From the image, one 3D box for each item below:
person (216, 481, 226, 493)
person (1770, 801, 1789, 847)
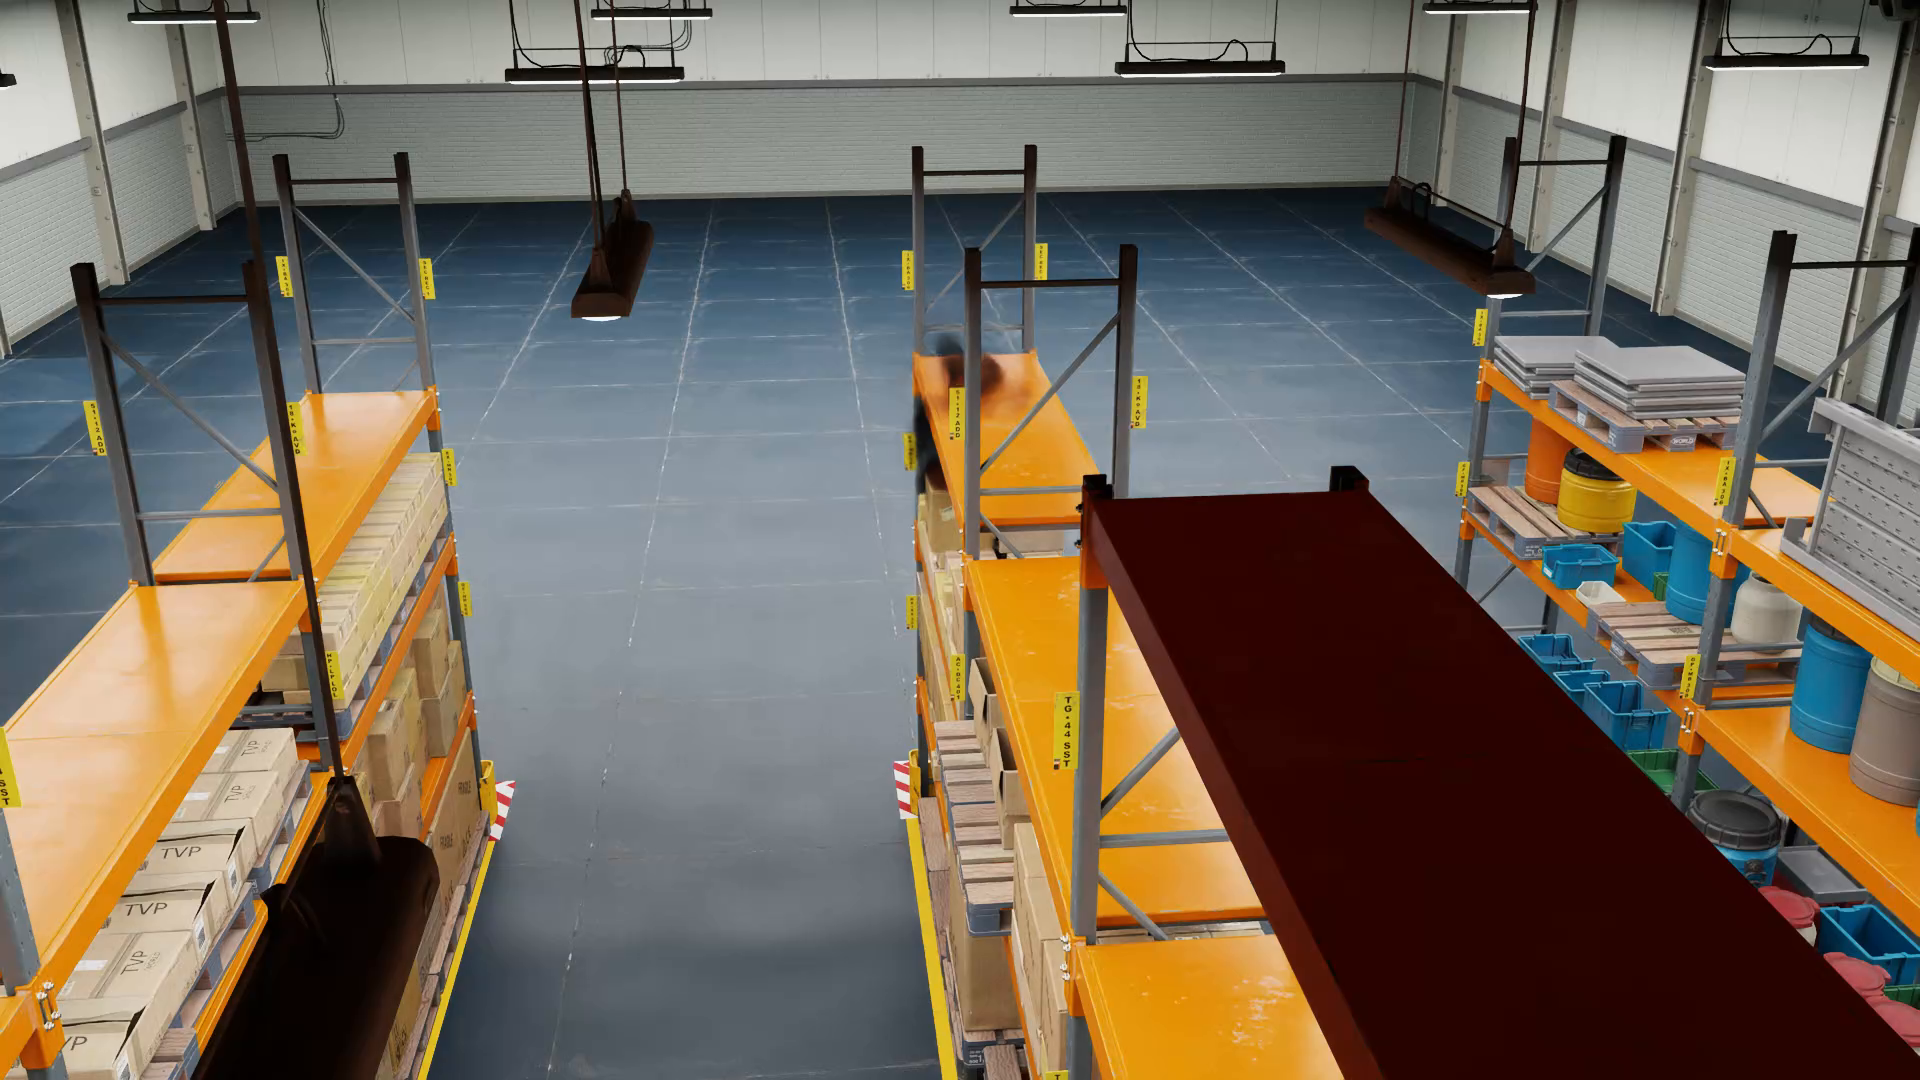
[{"bbox_3d":[-8.331,0.116,19.074,0.904,1.665,0.595,17,27,37],"label":"person"},{"bbox_3d":[6.843,2.238,13.638,0.660,1.823,0.629,-2,22,-6],"label":"person"}]
